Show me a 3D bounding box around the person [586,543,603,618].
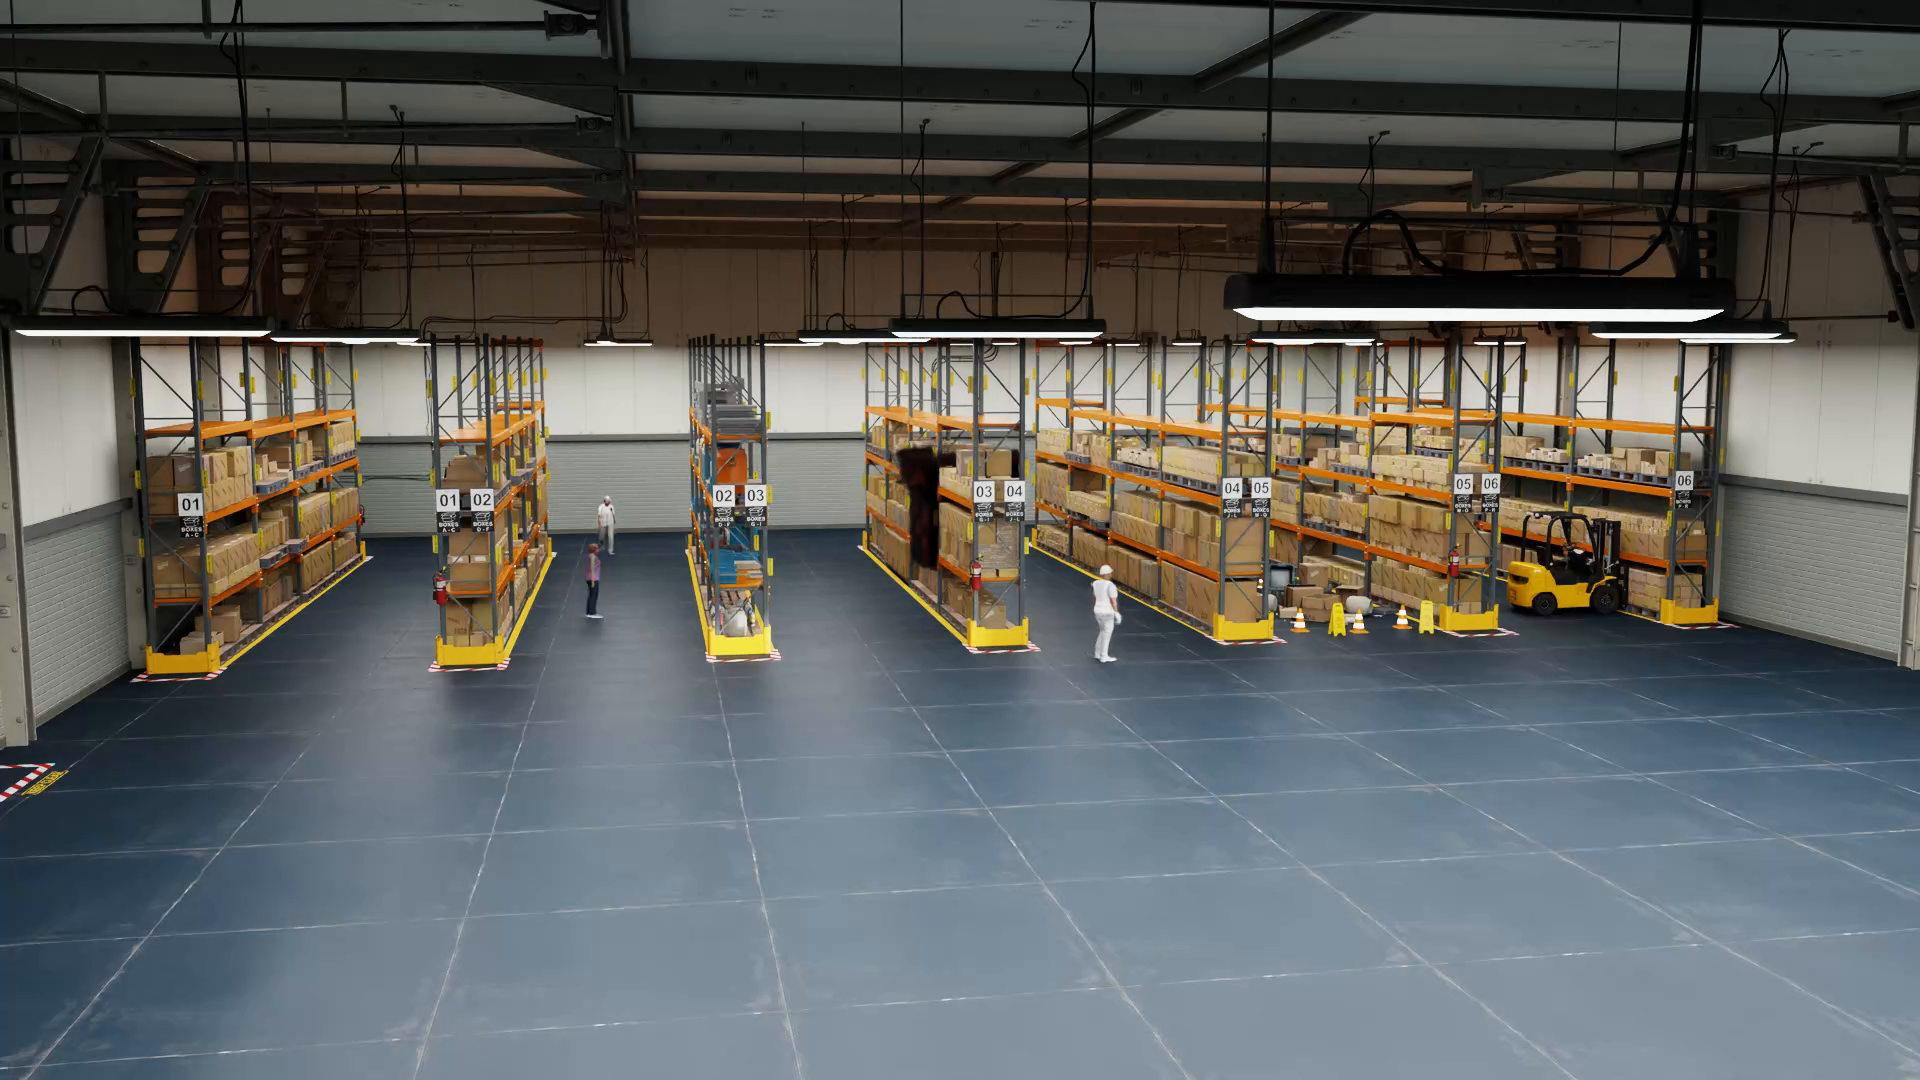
[{"bbox_3d":[-7.793,0.862,35.443,0.343,1.601,0.454,-3,7,-27],"label":"person"}]

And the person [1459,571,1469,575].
[{"bbox_3d":[11.681,0.428,38.566,0.529,1.783,0.589,5,8,36],"label":"person"}]

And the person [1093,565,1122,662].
[{"bbox_3d":[2.707,1.364,30.542,0.400,1.808,0.661,-3,7,-28],"label":"person"}]

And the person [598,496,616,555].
[{"bbox_3d":[-9.861,-0.420,46.456,0.485,1.632,0.665,-1,7,-12],"label":"person"}]
